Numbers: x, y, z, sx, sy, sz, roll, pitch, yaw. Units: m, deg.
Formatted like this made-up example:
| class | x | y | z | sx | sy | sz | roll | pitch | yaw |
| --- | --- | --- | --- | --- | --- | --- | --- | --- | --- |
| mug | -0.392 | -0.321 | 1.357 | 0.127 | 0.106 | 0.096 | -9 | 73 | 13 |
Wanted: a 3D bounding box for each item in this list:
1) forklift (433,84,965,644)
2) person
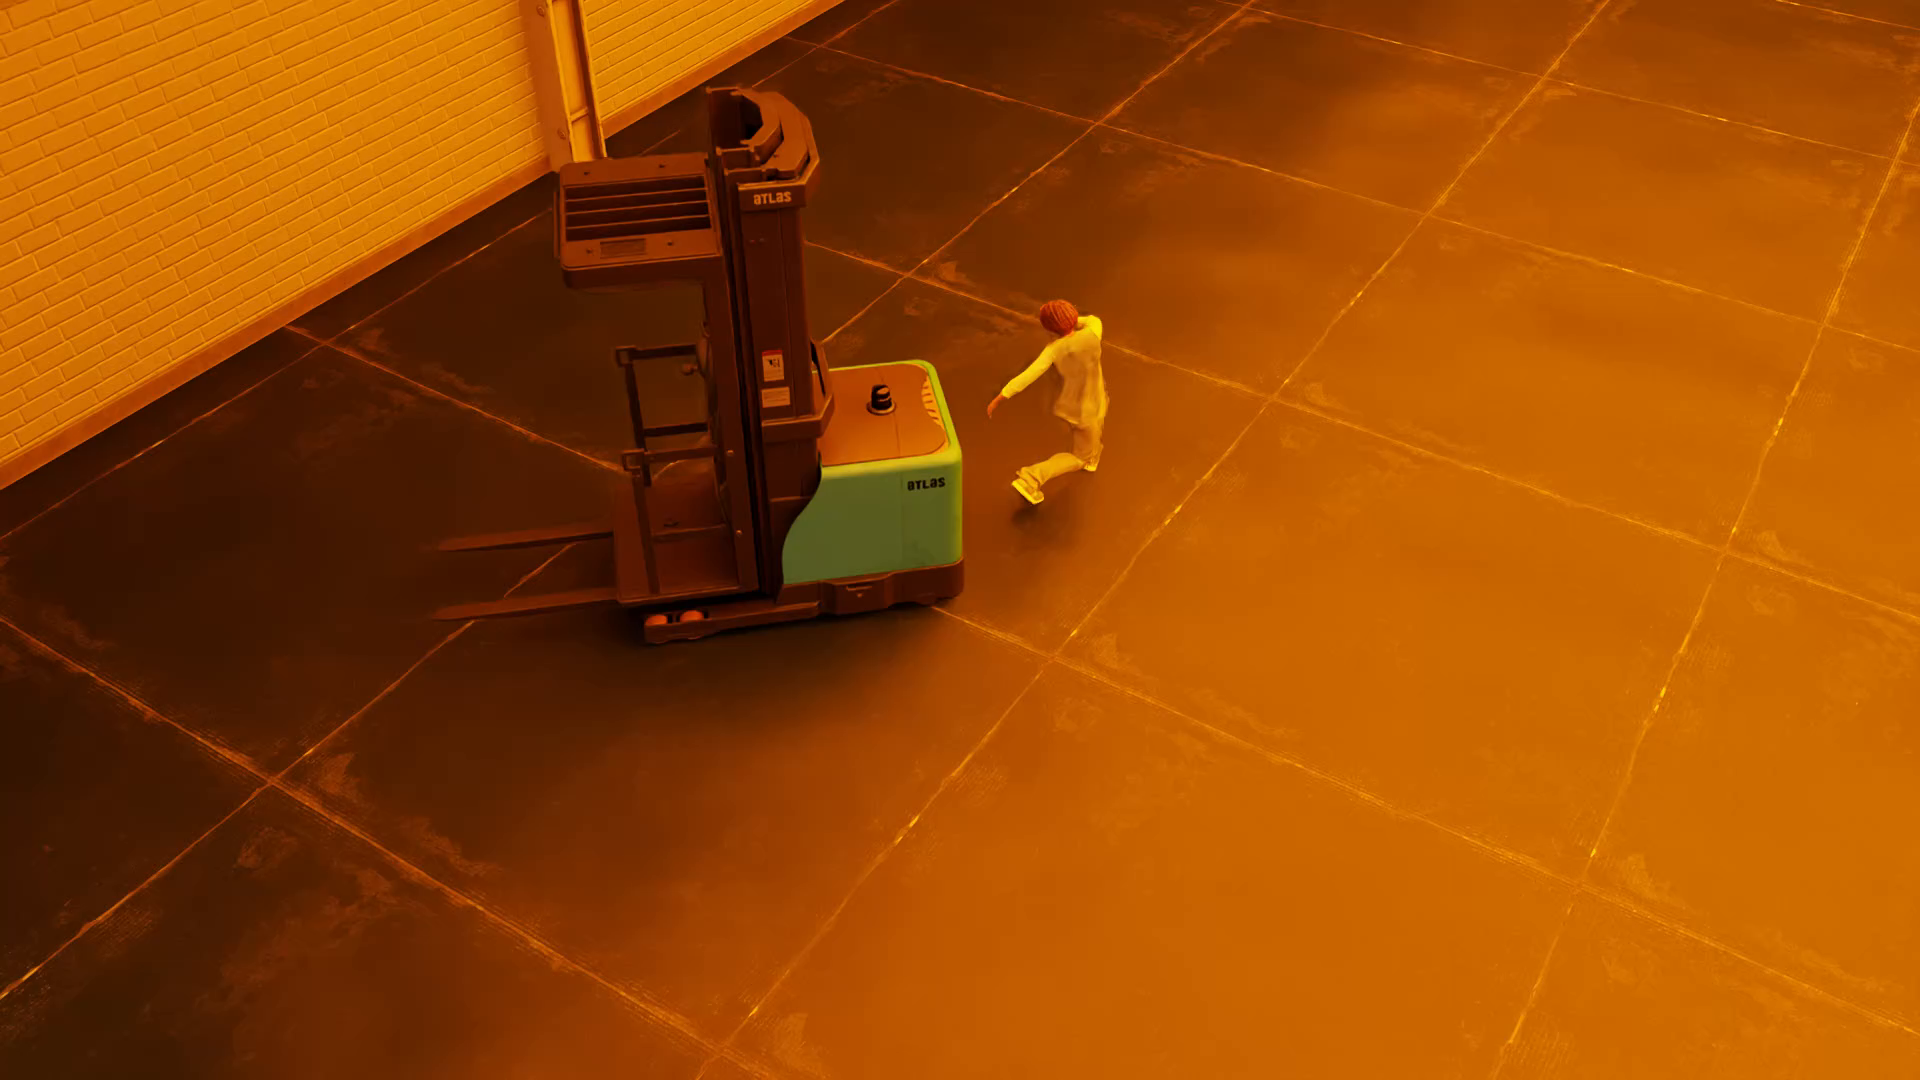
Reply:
| class | x | y | z | sx | sy | sz | roll | pitch | yaw |
| --- | --- | --- | --- | --- | --- | --- | --- | --- | --- |
| forklift | -1.542 | -0.896 | 9.024 | 3.031 | 2.935 | 1.130 | -7 | 41 | -8 |
| person | 0.580 | -0.882 | 10.286 | 0.632 | 1.365 | 0.867 | 21 | 44 | 23 |
